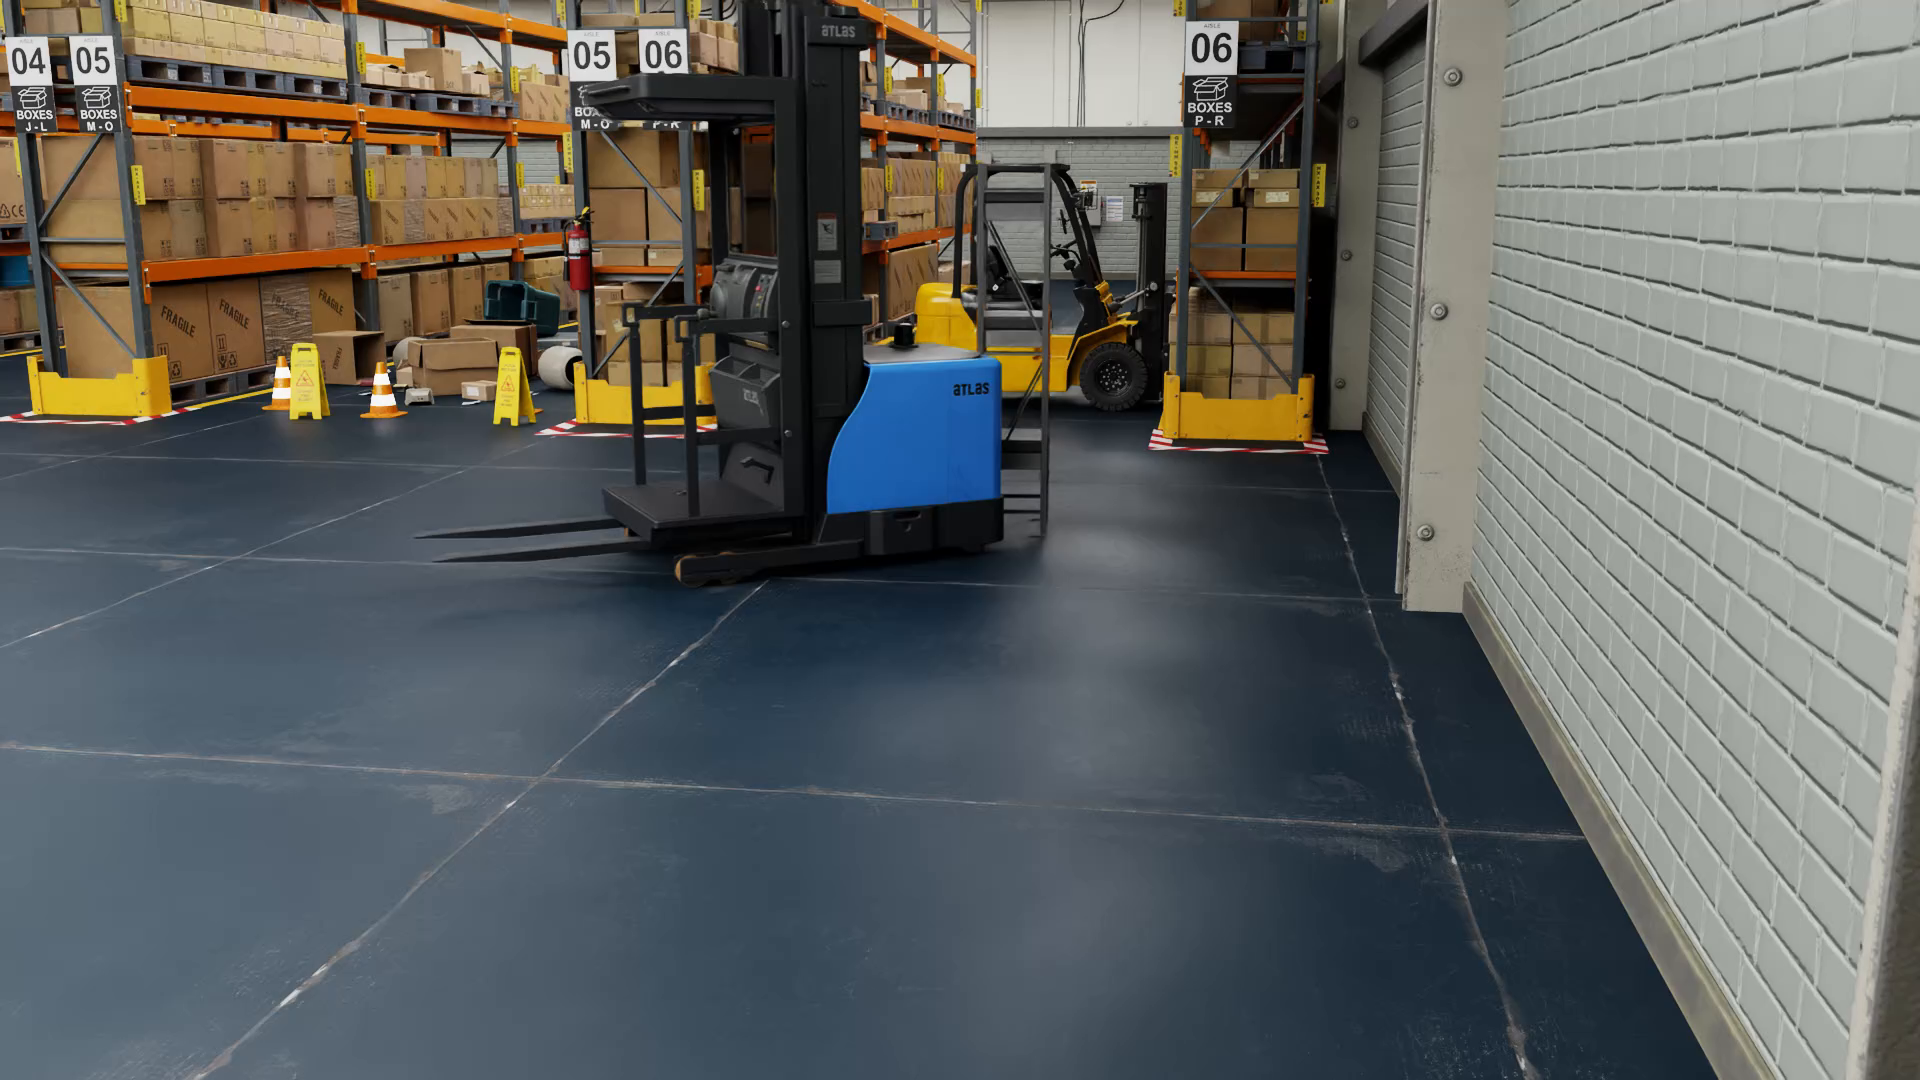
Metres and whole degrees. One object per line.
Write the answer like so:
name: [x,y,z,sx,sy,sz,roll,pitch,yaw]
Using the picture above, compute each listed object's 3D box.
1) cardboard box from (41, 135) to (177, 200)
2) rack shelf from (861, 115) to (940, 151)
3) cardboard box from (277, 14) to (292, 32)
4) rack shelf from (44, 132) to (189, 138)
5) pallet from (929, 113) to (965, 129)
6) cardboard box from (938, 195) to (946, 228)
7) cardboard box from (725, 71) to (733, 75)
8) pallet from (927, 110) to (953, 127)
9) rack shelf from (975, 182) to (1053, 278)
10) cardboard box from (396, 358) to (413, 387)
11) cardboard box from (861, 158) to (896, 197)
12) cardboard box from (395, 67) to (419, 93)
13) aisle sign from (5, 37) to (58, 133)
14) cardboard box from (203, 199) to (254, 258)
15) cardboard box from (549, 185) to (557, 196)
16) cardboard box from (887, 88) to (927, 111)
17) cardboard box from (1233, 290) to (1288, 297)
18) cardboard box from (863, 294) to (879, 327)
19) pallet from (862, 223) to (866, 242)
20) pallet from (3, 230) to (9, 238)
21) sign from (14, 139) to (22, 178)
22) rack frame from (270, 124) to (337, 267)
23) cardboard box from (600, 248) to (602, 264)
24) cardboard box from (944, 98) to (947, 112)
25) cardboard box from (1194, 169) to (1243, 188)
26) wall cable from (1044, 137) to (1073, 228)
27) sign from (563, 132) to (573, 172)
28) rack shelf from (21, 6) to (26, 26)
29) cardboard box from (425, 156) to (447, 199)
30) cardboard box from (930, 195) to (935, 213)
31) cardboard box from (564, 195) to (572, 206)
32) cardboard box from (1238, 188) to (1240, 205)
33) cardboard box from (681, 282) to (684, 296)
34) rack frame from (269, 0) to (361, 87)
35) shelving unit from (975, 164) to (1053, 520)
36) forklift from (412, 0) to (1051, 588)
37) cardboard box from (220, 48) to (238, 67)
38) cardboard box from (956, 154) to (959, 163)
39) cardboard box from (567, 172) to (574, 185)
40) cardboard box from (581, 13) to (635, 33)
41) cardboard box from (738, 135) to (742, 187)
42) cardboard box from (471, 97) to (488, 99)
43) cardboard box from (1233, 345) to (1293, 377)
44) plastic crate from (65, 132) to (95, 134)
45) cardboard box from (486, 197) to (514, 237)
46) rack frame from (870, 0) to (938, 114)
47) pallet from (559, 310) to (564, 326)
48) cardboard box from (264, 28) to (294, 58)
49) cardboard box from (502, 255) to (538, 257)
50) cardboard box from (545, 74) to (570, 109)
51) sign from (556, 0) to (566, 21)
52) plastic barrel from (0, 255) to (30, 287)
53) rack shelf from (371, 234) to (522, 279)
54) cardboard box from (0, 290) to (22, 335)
cardboard box: [-7.493,-3.277,14.659,0.875,0.550,0.550,2,12,9]
rack shelf: [-1.143,-5.657,23.209,1.077,0.370,4.000,2,12,9]
cardboard box: [-6.869,-5.122,16.492,0.380,0.149,0.250,2,12,9]
rack shelf: [-15.214,-6.971,29.307,1.077,0.370,4.000,2,12,9]
pallet: [-0.510,-6.805,27.038,1.003,0.211,1.213,2,12,9]
cardboard box: [-0.505,-5.096,25.784,0.500,0.500,0.500,2,12,11]
cardboard box: [-2.232,-4.082,14.790,0.380,0.149,0.250,1,12,7]
pallet: [-0.700,-6.551,25.863,1.003,0.211,1.213,2,12,9]
rack shelf: [0.311,-1.769,9.460,0.431,0.518,0.480,1,12,3]
cardboard box: [-5.417,-1.678,16.651,0.396,0.266,0.258,4,13,18]
cardboard box: [-1.134,-4.758,21.841,0.500,0.500,0.500,1,12,7]
cardboard box: [-6.842,-5.587,20.156,0.500,0.311,0.500,2,12,8]
aisle sign: [-7.895,-3.865,14.139,0.394,0.787,0.004,2,12,9]
cardboard box: [-7.303,-2.979,15.842,0.875,0.550,0.550,2,12,9]
cardboard box: [-5.933,-4.947,23.514,0.380,0.149,0.250,2,12,11]
cardboard box: [-0.764,-6.396,24.147,0.500,0.311,0.500,2,12,9]
cardboard box: [2.891,-2.268,16.055,0.500,0.250,0.500,2,12,8]
cardboard box: [-1.548,-2.929,21.206,0.950,0.372,0.625,1,12,5]
pallet: [-1.715,-3.619,19.619,1.003,0.211,1.213,2,12,9]
pallet: [-11.507,-3.940,21.109,1.003,0.211,1.213,2,12,9]
sign: [-8.122,-3.302,14.384,0.100,0.325,0.005,2,12,9]
rack frame: [-10.628,-5.279,26.871,1.000,3.000,0.127,2,12,9]
cardboard box: [-2.906,-2.479,14.471,0.380,0.149,0.250,2,12,8]
cardboard box: [-0.500,-7.158,27.445,0.500,0.311,0.500,2,12,10]
cardboard box: [2.071,-2.893,13.315,0.380,0.149,0.250,2,12,9]
wall cable: [2.027,-7.419,34.386,0.588,1.984,0.122,2,12,9]
sign: [-3.227,-3.203,13.737,0.100,0.325,0.005,2,12,9]
rack shelf: [-11.551,-6.416,20.561,1.077,0.370,4.000,2,12,9]
cardboard box: [-6.668,-4.391,20.137,0.700,0.500,0.500,2,12,8]
cardboard box: [-0.663,-5.030,24.882,0.500,0.250,0.500,2,12,9]
cardboard box: [-5.851,-4.911,24.057,0.380,0.149,0.250,2,12,11]
cardboard box: [2.301,-3.064,14.816,0.380,0.149,0.250,2,12,8]
cardboard box: [-2.742,-2.366,15.562,0.380,0.149,0.250,2,12,11]
rack frame: [-6.973,-6.365,17.668,1.000,3.000,0.127,2,12,9]
shelving unit: [0.311,-1.098,9.606,0.431,2.100,0.499,1,12,3]
forklift: [-1.139,-1.336,8.737,3.425,2.935,1.130,-6,13,-25]
cardboard box: [-7.024,-4.521,15.594,0.380,0.149,0.250,2,12,8]
cardboard box: [-0.220,-6.297,27.443,0.380,0.149,0.250,2,12,10]
cardboard box: [-5.937,-5.887,26.375,0.500,0.500,0.500,1,12,7]
cardboard box: [-2.921,-4.274,13.787,0.380,0.149,0.250,2,12,9]
cardboard box: [-2.448,-3.786,16.624,0.700,0.500,0.500,2,12,9]
cardboard box: [-6.521,-5.907,22.427,0.500,0.500,0.500,2,12,9]
cardboard box: [2.501,-1.497,13.663,0.500,0.250,0.500,2,12,10]
plastic crate: [-15.060,-7.092,28.472,0.497,0.269,0.590,2,12,9]
cardboard box: [-6.162,-4.211,21.678,0.500,0.500,0.500,2,12,9]
rack frame: [-0.836,-7.891,24.749,1.000,3.000,0.127,2,12,9]
pallet: [-6.236,-3.065,23.212,1.003,0.211,1.213,2,12,9]
cardboard box: [-6.952,-4.905,16.429,0.500,0.250,0.500,2,12,8]
cardboard box: [-6.351,-3.977,23.982,0.500,0.250,0.500,2,12,10]
cardboard box: [-6.110,-6.502,24.184,0.797,0.503,0.637,2,12,8]
sign: [-3.227,-4.382,13.483,0.100,0.325,0.005,2,12,9]
plastic barrel: [-15.622,-4.507,27.269,0.600,0.901,0.708,2,12,9]
rack shelf: [-6.665,-3.497,20.308,1.077,0.370,4.000,2,12,9]
cardboard box: [-11.743,-2.734,19.950,0.700,0.500,0.500,1,12,4]
